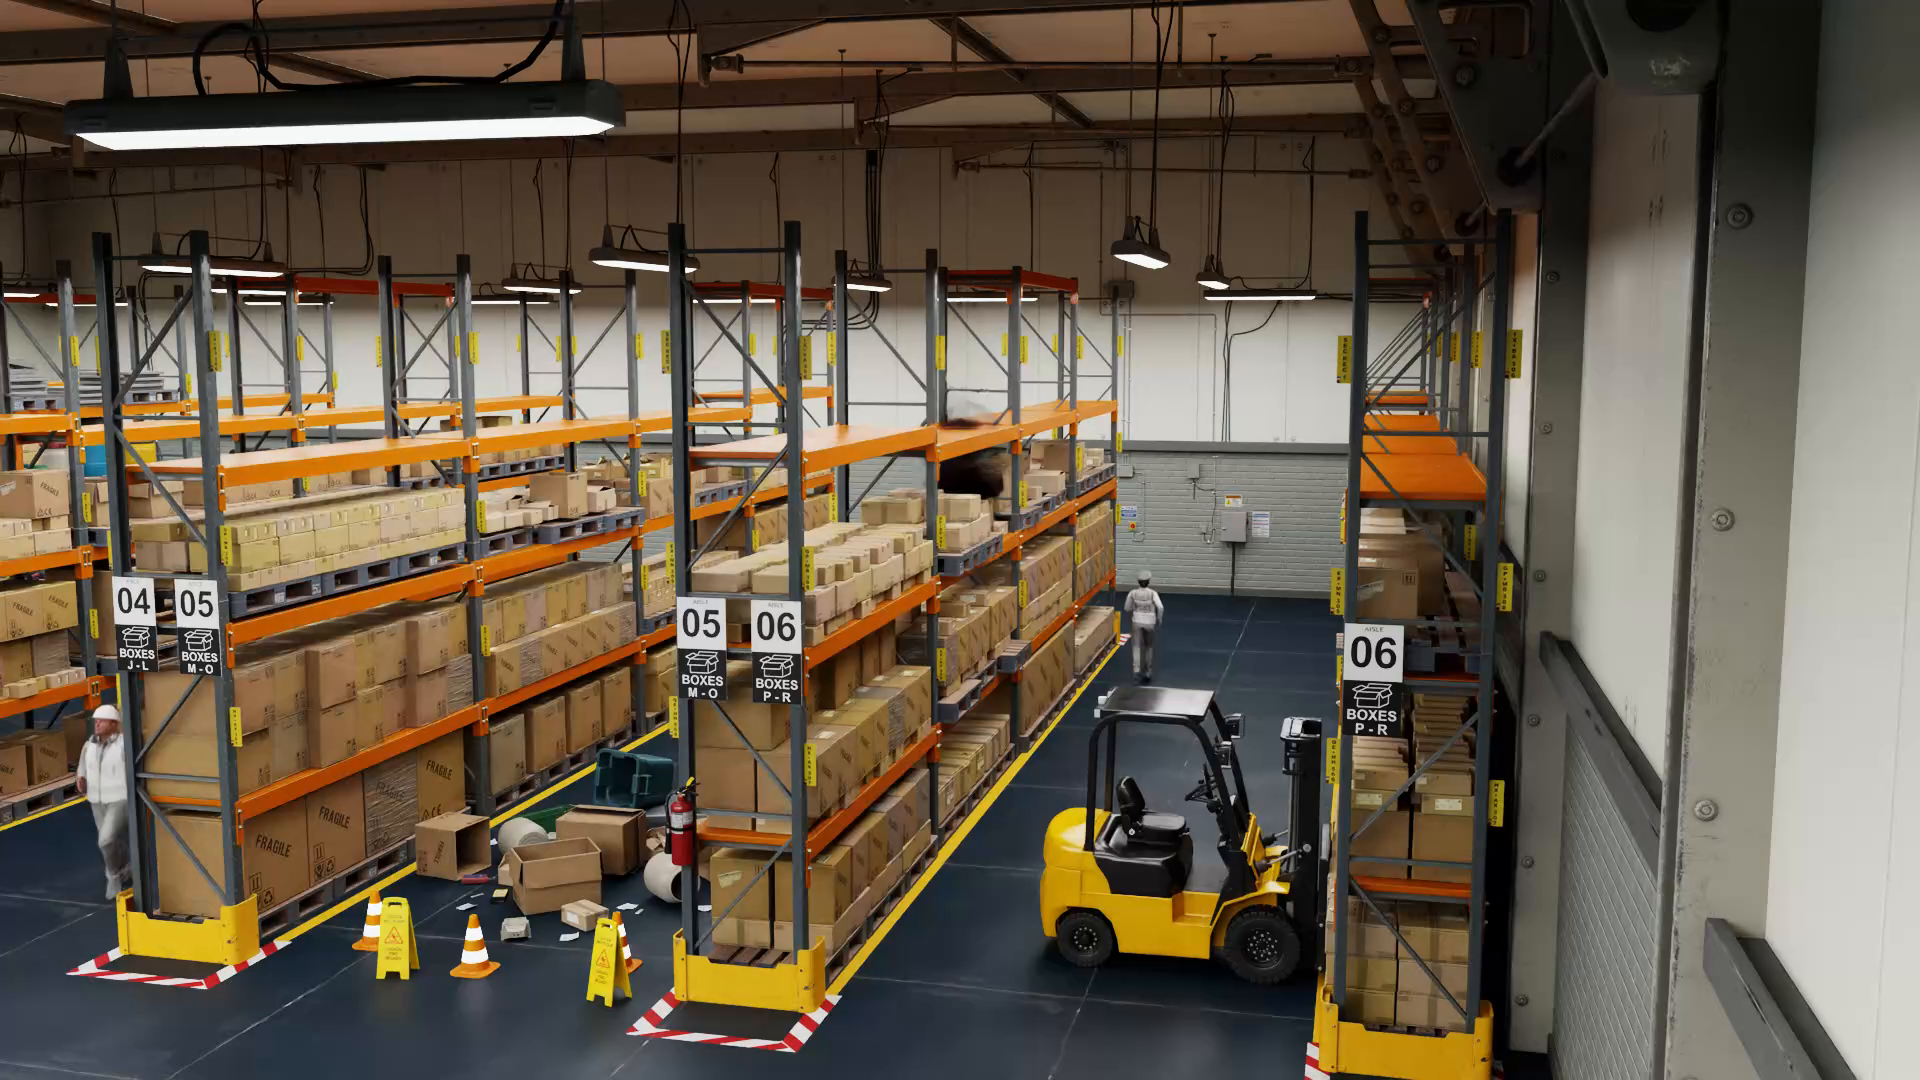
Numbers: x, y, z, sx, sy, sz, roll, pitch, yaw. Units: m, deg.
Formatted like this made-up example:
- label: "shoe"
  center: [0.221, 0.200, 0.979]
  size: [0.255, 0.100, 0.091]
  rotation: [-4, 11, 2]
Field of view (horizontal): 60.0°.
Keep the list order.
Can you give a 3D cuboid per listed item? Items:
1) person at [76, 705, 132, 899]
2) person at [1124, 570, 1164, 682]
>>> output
- label: "person"
  center: [-7.898, 2.429, 15.499]
  size: [0.662, 1.789, 0.726]
  rotation: [1, 7, 9]
- label: "person"
  center: [2.741, 1.280, 24.845]
  size: [0.611, 1.681, 0.921]
  rotation: [1, 7, 9]
